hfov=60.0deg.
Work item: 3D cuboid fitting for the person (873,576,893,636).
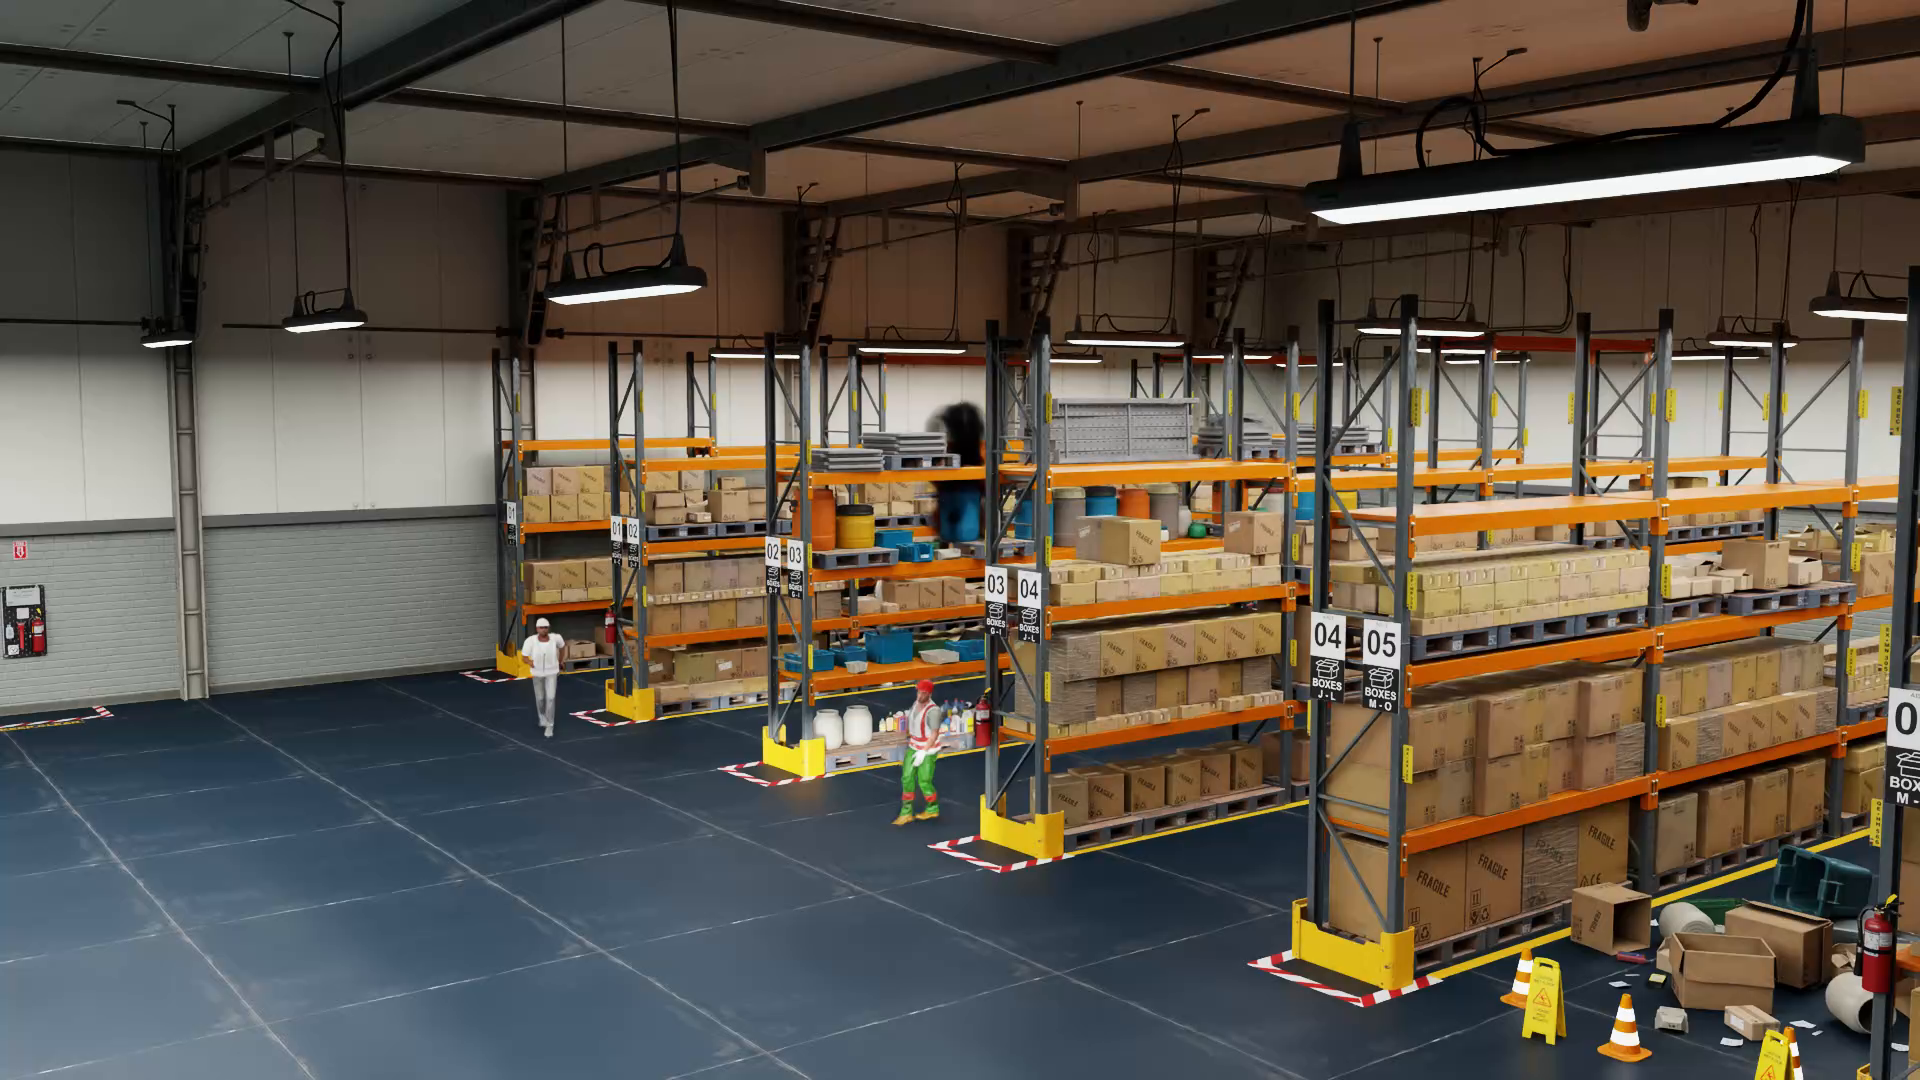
[{"bbox_3d":[-1.451,1.422,32.546,0.829,1.813,0.647,-4,6,-37],"label":"person"}]

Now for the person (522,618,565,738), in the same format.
[{"bbox_3d":[-6.344,2.069,25.343,0.621,1.805,0.919,-1,5,-8],"label":"person"}]

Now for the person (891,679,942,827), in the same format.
[{"bbox_3d":[-0.464,2.542,19.895,0.641,1.802,0.605,-4,7,-40],"label":"person"}]
